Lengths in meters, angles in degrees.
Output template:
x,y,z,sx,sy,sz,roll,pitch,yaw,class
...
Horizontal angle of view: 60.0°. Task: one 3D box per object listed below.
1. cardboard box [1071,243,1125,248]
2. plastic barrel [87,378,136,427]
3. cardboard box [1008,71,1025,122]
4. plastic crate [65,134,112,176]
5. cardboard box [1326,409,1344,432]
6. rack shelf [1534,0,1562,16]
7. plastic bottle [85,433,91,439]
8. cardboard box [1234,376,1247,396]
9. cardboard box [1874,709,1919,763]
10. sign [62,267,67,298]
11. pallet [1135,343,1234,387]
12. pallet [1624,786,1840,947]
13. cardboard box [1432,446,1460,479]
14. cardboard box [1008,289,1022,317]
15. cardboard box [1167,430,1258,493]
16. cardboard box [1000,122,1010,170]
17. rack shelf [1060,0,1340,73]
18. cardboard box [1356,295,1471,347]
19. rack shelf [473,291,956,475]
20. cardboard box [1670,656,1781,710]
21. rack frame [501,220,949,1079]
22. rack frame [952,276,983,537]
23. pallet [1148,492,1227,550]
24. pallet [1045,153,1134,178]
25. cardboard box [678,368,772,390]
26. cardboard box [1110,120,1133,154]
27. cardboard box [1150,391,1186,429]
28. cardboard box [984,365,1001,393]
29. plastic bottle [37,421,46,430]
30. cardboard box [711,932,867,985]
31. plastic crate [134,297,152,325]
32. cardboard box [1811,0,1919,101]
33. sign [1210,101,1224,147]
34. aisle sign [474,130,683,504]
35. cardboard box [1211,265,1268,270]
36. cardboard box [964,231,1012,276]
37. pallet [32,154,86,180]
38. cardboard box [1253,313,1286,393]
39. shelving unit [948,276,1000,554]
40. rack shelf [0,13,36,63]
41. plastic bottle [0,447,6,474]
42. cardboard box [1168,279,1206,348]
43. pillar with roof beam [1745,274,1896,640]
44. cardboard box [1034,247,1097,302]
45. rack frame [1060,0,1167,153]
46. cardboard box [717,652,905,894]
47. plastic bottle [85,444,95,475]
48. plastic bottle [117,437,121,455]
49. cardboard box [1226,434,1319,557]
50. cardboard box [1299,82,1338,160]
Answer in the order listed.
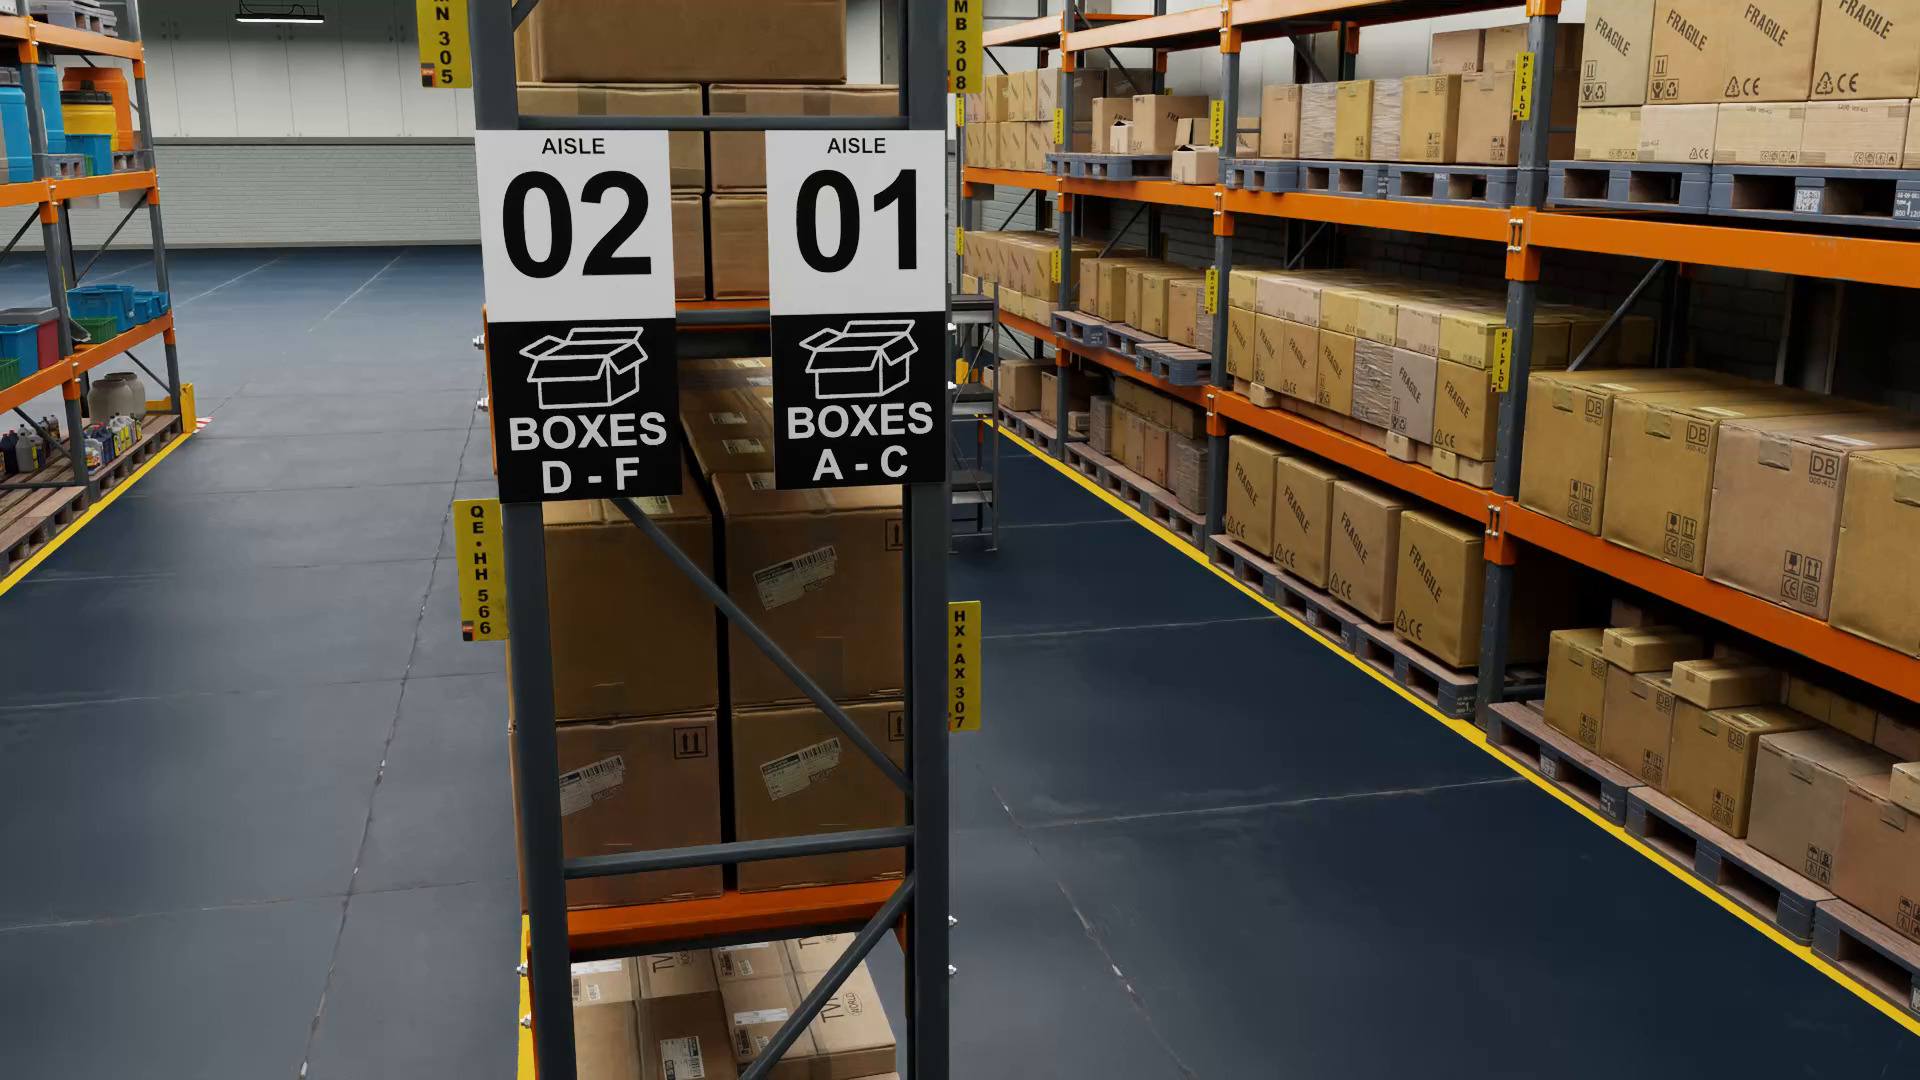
x,y,z,sx,sy,sz,roll,pitch,yaw,class
1.444,-2.828,17.375,0.500,0.500,0.500,-3,14,-13,cardboard box
-8.753,-1.390,17.153,0.421,0.512,0.421,0,14,0,plastic barrel
0.817,-4.634,17.396,0.500,0.500,0.500,-4,14,-15,cardboard box
-8.359,-3.684,15.898,0.392,0.384,0.575,-3,14,-13,plastic crate
2.632,-0.810,10.908,0.380,0.149,0.250,-3,14,-13,cardboard box
3.818,-2.351,6.446,1.077,0.370,4.000,-3,14,-13,rack shelf
-8.098,-0.859,15.445,0.097,0.271,0.097,0,14,0,plastic bottle
2.261,-1.163,12.354,0.380,0.149,0.250,-3,14,-14,cardboard box
4.011,0.805,6.827,0.380,0.149,0.250,-3,14,-12,cardboard box
-9.636,-2.762,17.830,0.100,0.325,0.005,-3,14,-13,sign
2.138,-1.429,13.362,1.213,0.211,1.003,-3,14,-13,pallet
3.741,1.375,7.354,1.003,0.211,1.213,-3,14,-13,pallet
2.912,-0.448,9.429,0.380,0.149,0.250,-3,14,-12,cardboard box
0.822,-2.547,17.805,0.500,0.250,0.500,-3,14,-13,cardboard box
2.181,-0.652,14.116,0.700,0.500,0.500,-3,14,-13,cardboard box
0.729,-4.266,17.996,0.500,0.500,0.500,-2,14,-10,cardboard box
1.939,-4.196,14.000,1.077,0.370,4.000,-3,14,-13,rack shelf
2.760,-1.338,10.124,0.500,0.250,0.500,-3,14,-12,cardboard box
-0.996,-0.811,5.621,1.077,0.370,4.000,-3,14,-13,rack shelf
3.450,0.642,7.496,0.380,0.149,0.250,-4,14,-15,cardboard box
-0.526,0.758,4.003,1.000,3.000,0.127,-3,14,-13,rack frame
-0.018,-1.038,13.252,0.400,2.100,0.015,-3,14,-13,rack frame
2.227,-0.190,13.760,1.003,0.211,1.213,-3,14,-13,pallet
1.511,-3.505,15.527,1.213,0.211,1.003,-3,14,-13,pallet
-0.854,-0.362,6.272,0.500,0.500,0.500,-3,14,-13,cardboard box
1.665,-3.632,14.956,0.500,0.311,0.500,-3,14,-11,cardboard box
1.991,-1.144,14.551,0.500,0.250,0.500,-3,14,-13,cardboard box
0.605,-1.953,19.838,0.500,0.311,0.500,-5,15,-20,cardboard box
-8.873,-1.008,16.055,0.097,0.271,0.097,0,14,0,plastic bottle
-0.613,1.508,5.799,0.500,0.250,0.500,-3,14,-13,cardboard box
-8.544,-2.336,16.983,0.499,0.251,0.408,-3,14,-13,plastic crate
3.613,-1.909,6.242,0.500,0.500,0.500,-4,14,-16,cardboard box
1.881,-3.043,12.151,0.100,0.325,0.005,-3,14,-13,sign
-0.808,-0.472,3.560,0.394,0.787,0.004,-3,14,-13,aisle sign
2.209,-2.093,13.169,0.380,0.149,0.250,-6,15,-23,cardboard box
0.350,-3.384,19.652,0.500,0.500,0.500,-3,14,-13,cardboard box
-8.425,-3.261,14.533,1.213,0.211,1.003,-3,14,-13,pallet
2.388,-1.319,11.627,0.500,0.500,0.500,-3,14,-11,cardboard box
0.039,-0.982,13.022,0.431,2.100,0.503,-3,14,-13,shelving unit
-7.691,-3.644,11.740,1.077,0.370,4.000,-3,14,-13,rack shelf
-8.594,-0.722,14.857,0.061,0.283,0.133,-3,14,-10,plastic bottle
2.131,-1.862,13.590,0.700,0.500,0.500,-5,14,-18,cardboard box
0.169,-3.002,6.756,9.100,9.000,0.400,-3,14,-13,pillar with roof beam
1.058,-2.680,16.770,0.500,0.500,0.500,-3,14,-13,cardboard box
1.470,-5.201,15.756,1.000,3.000,0.127,-3,14,-13,rack frame
-0.374,0.593,4.470,0.500,0.500,0.500,-3,14,-12,cardboard box
-7.809,-0.721,14.880,0.097,0.271,0.097,0,14,0,plastic bottle
-8.035,-0.909,15.795,0.097,0.201,0.097,0,14,0,plastic bottle
2.454,-0.347,12.172,0.750,0.750,0.750,-3,14,-14,cardboard box
2.754,-2.856,11.337,0.700,0.500,0.500,-4,14,-16,cardboard box
